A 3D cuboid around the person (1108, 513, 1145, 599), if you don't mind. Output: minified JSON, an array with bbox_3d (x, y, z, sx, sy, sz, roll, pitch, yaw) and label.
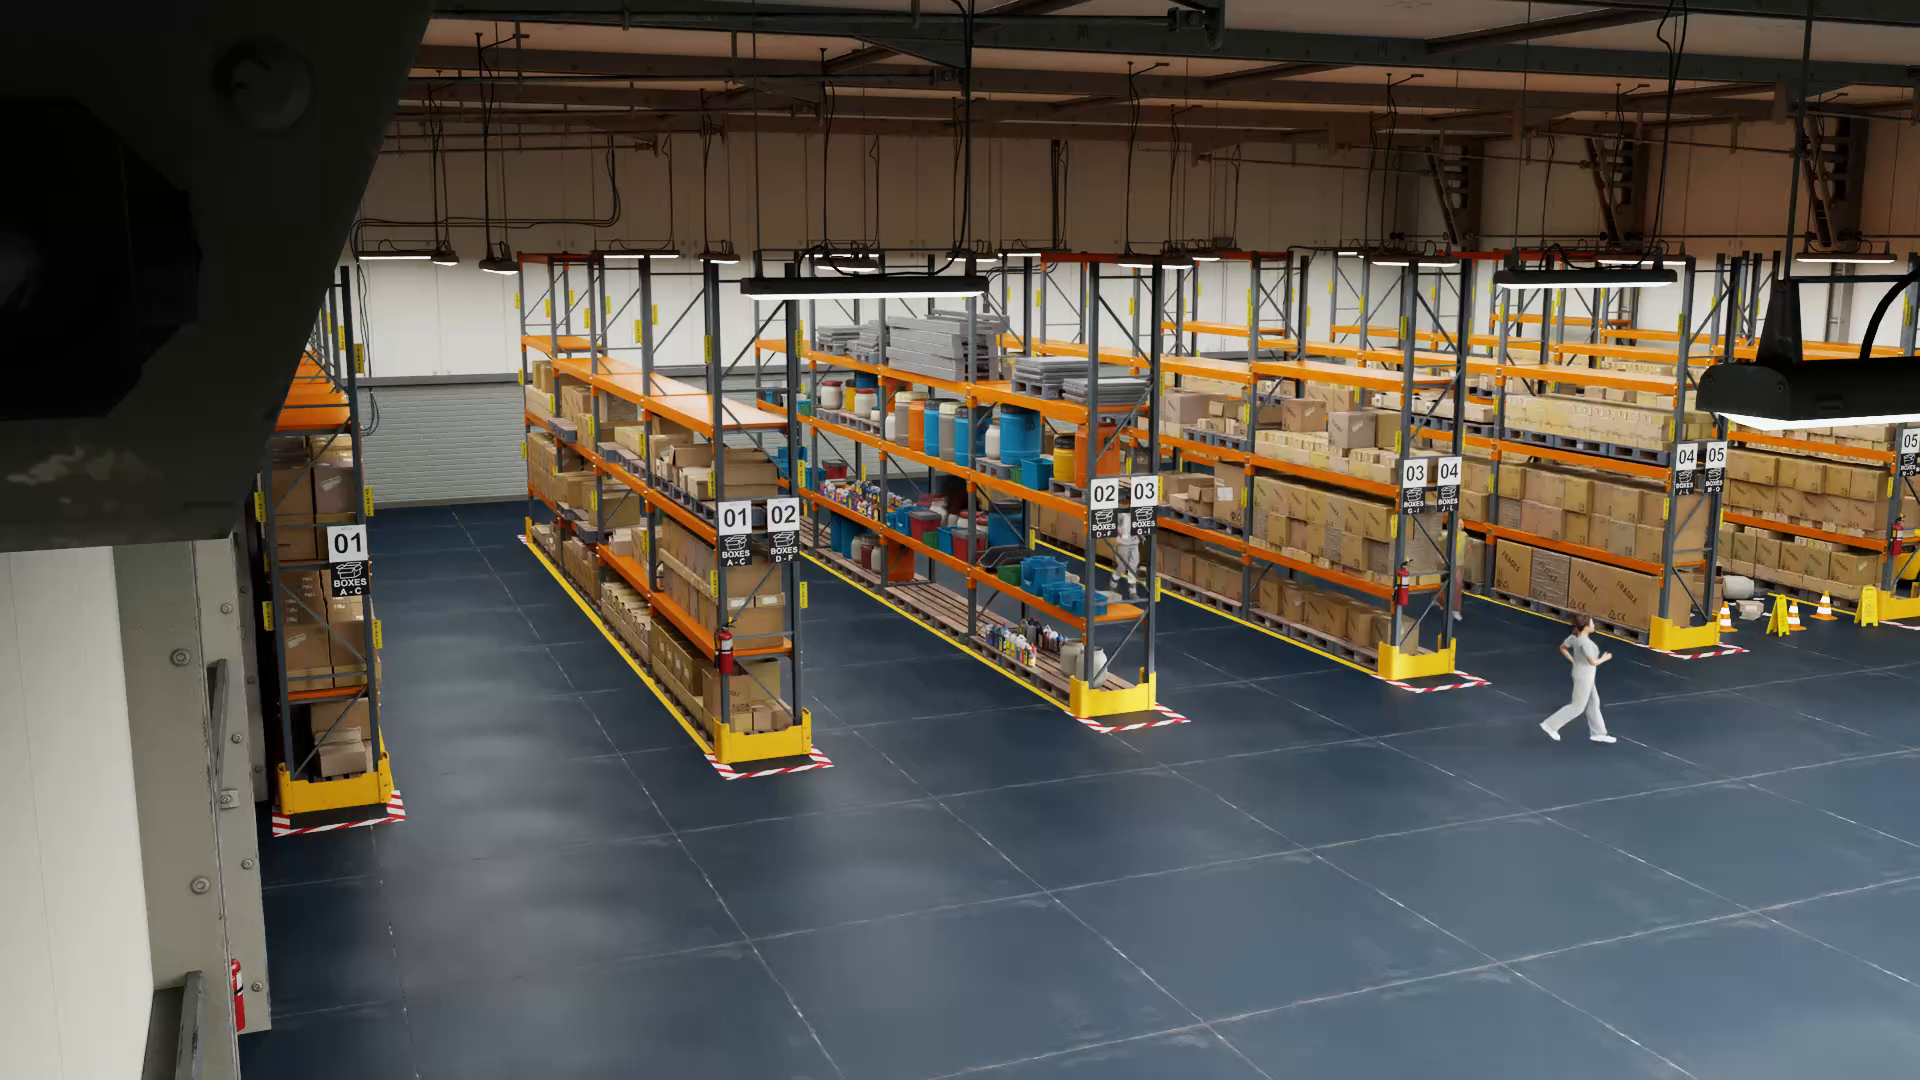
[{"bbox_3d":[2.818,0.097,27.949,0.686,1.809,0.786,-6,12,-29],"label":"person"}]

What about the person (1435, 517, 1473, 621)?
[{"bbox_3d":[8.298,0.439,27.951,0.561,1.709,0.775,-5,12,-26],"label":"person"}]

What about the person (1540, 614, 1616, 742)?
[{"bbox_3d":[7.777,1.733,20.798,0.970,1.652,0.565,1,10,4],"label":"person"}]

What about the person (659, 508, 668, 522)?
[{"bbox_3d":[-5.885,-0.629,33.615,0.660,1.742,0.582,-6,12,-30],"label":"person"}]
